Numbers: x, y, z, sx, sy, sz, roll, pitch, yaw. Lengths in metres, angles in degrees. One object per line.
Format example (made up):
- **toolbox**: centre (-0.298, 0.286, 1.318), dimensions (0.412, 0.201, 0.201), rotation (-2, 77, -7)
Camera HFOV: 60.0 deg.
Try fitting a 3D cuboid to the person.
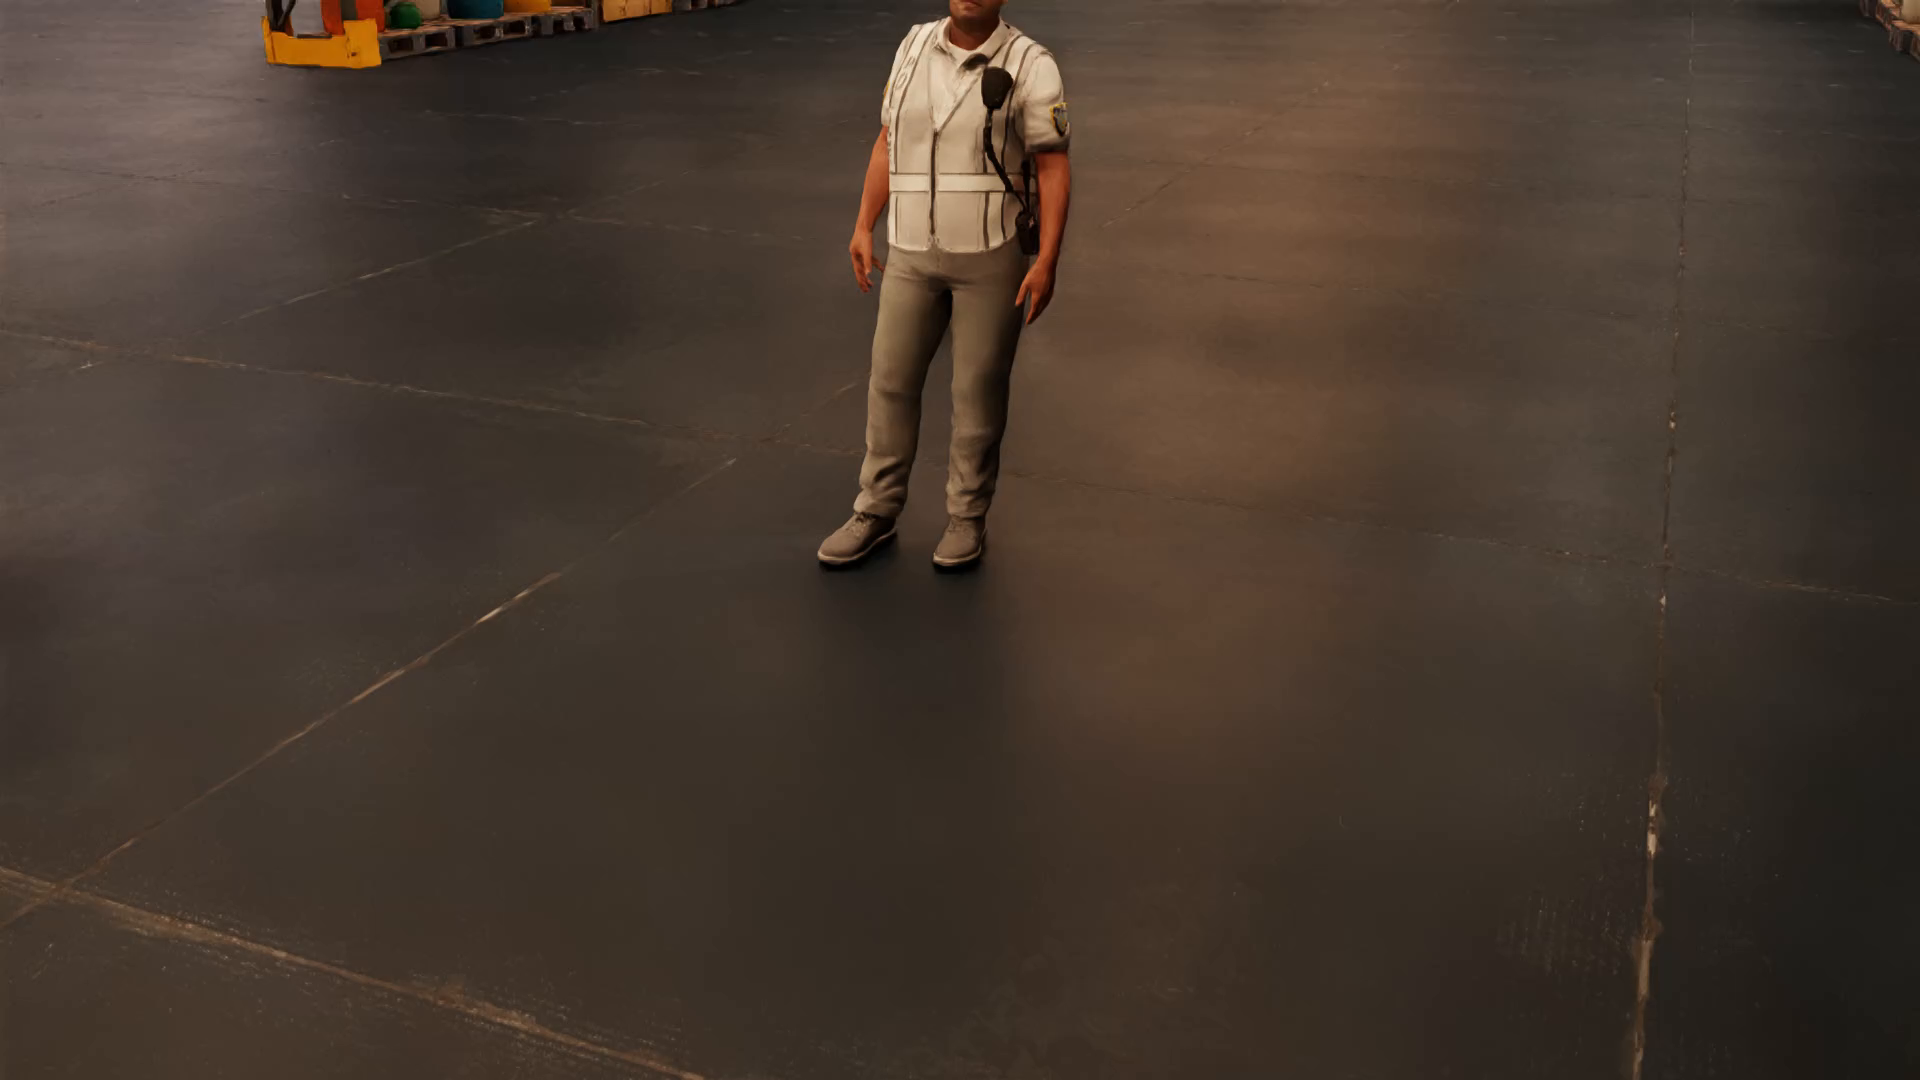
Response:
- **person**: centre (-0.041, -0.804, 4.684), dimensions (0.640, 1.781, 0.574), rotation (9, 24, 21)
